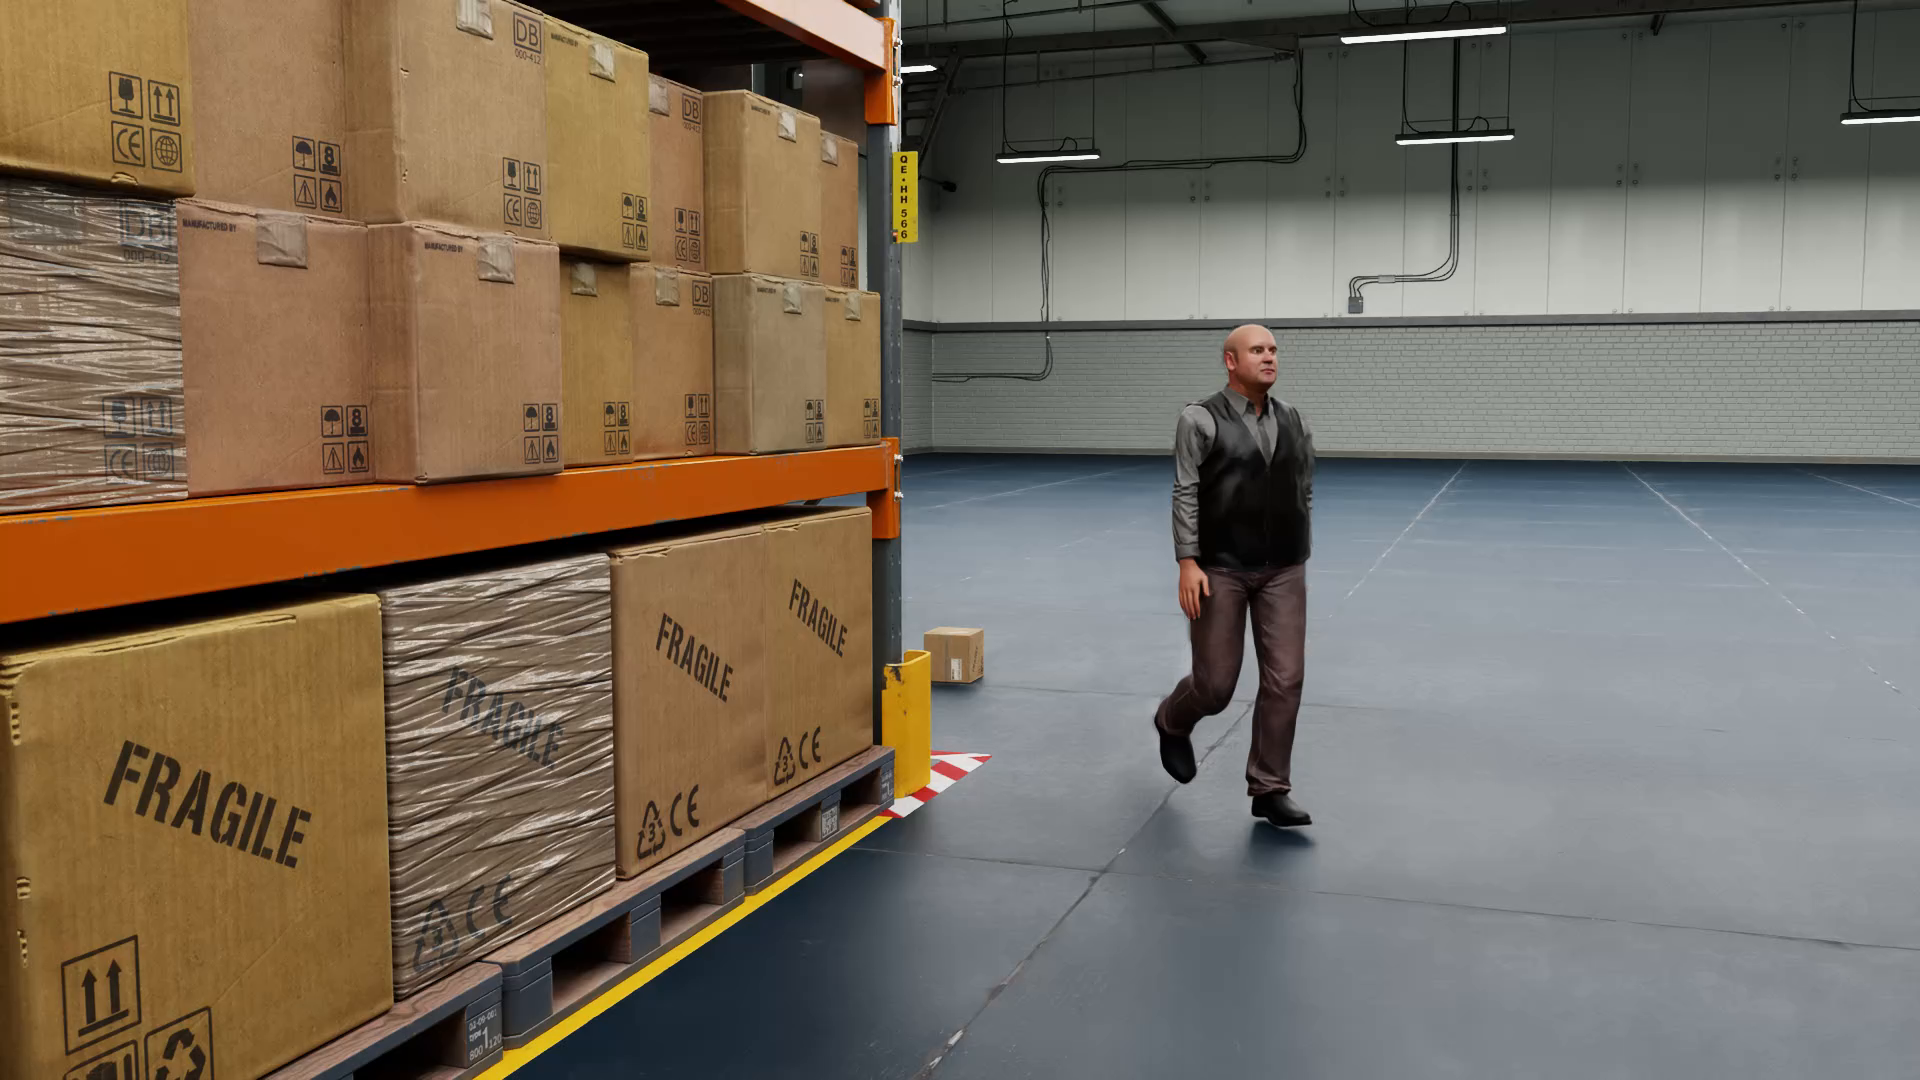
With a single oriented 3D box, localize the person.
[{"bbox_3d":[0.980,0.104,5.816,0.544,1.702,0.713,-1,5,-14],"label":"person"}]
